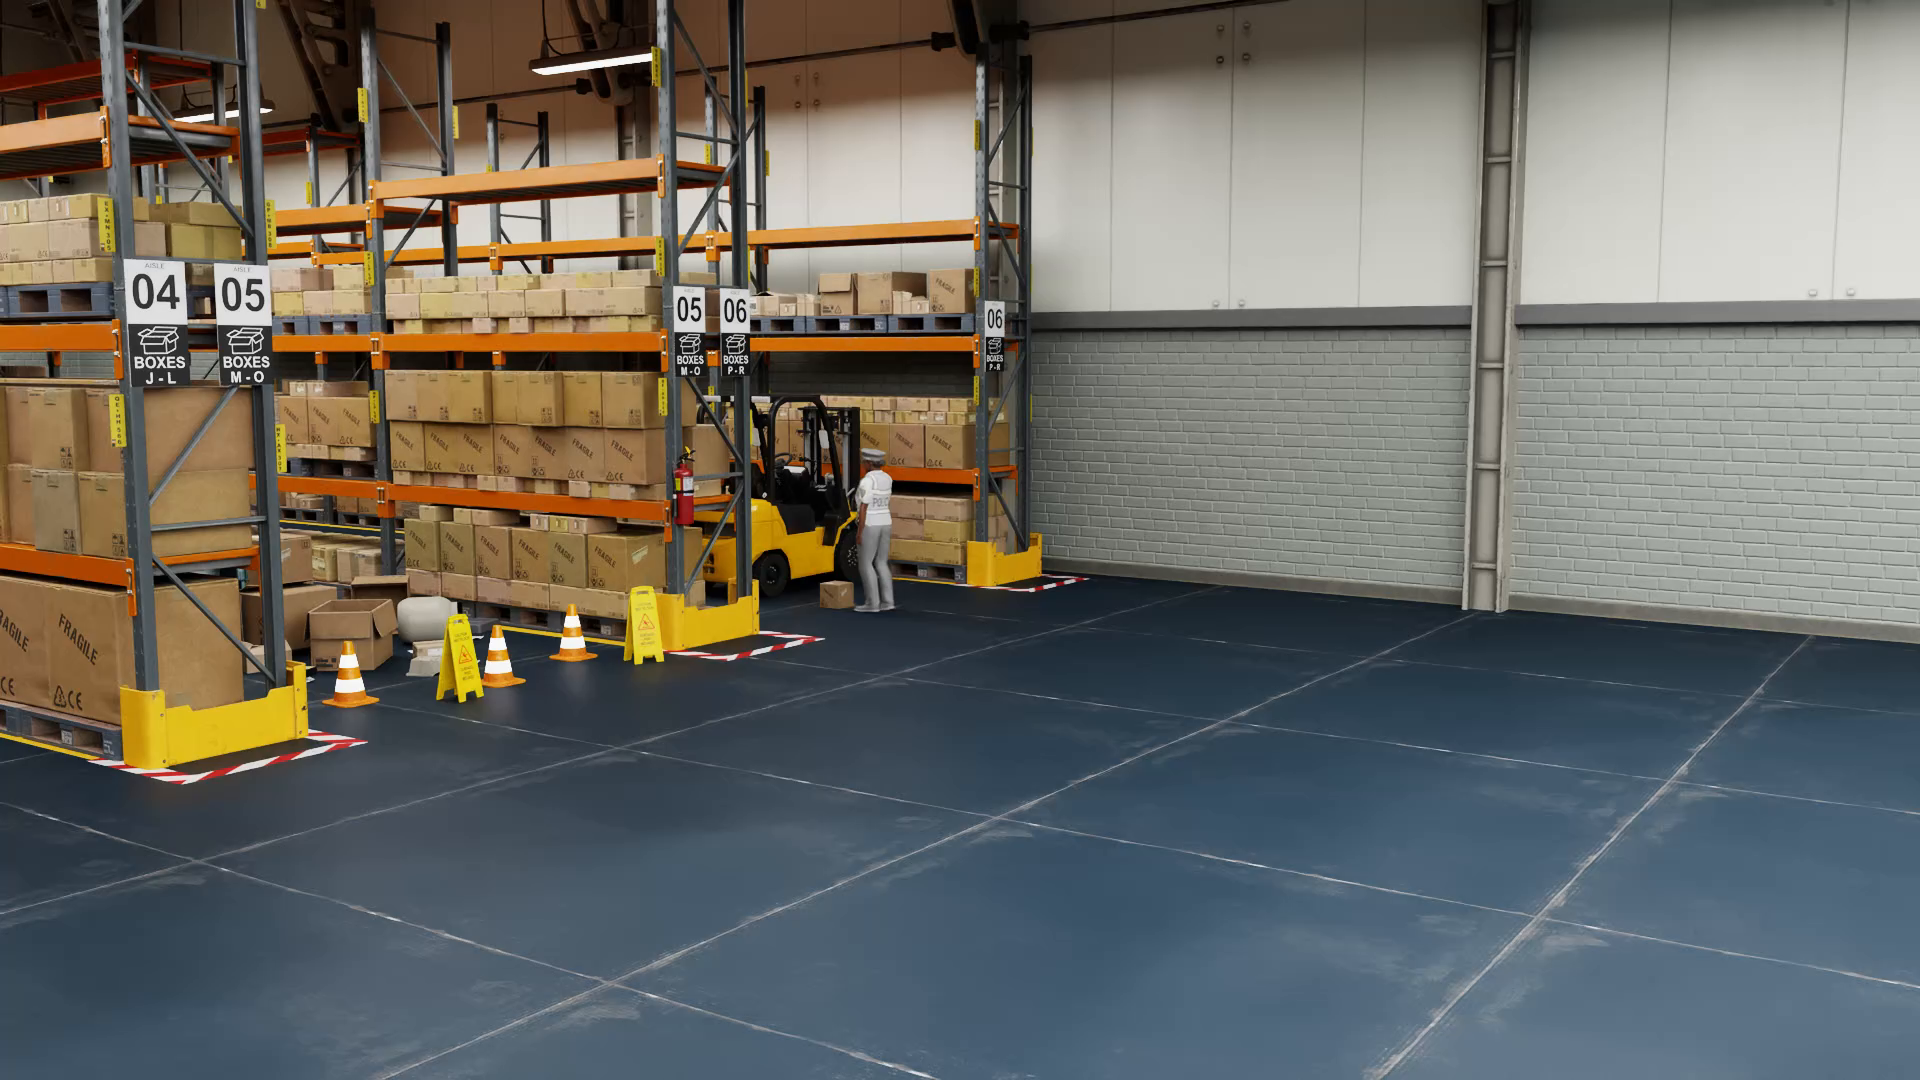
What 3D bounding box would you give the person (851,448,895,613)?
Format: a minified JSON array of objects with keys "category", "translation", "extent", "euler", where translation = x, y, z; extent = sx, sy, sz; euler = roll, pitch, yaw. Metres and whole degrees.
[{"category":"person","translation":[-0.889,-0.093,16.883],"extent":[0.341,1.673,0.438],"euler":[4,8,35]}]
